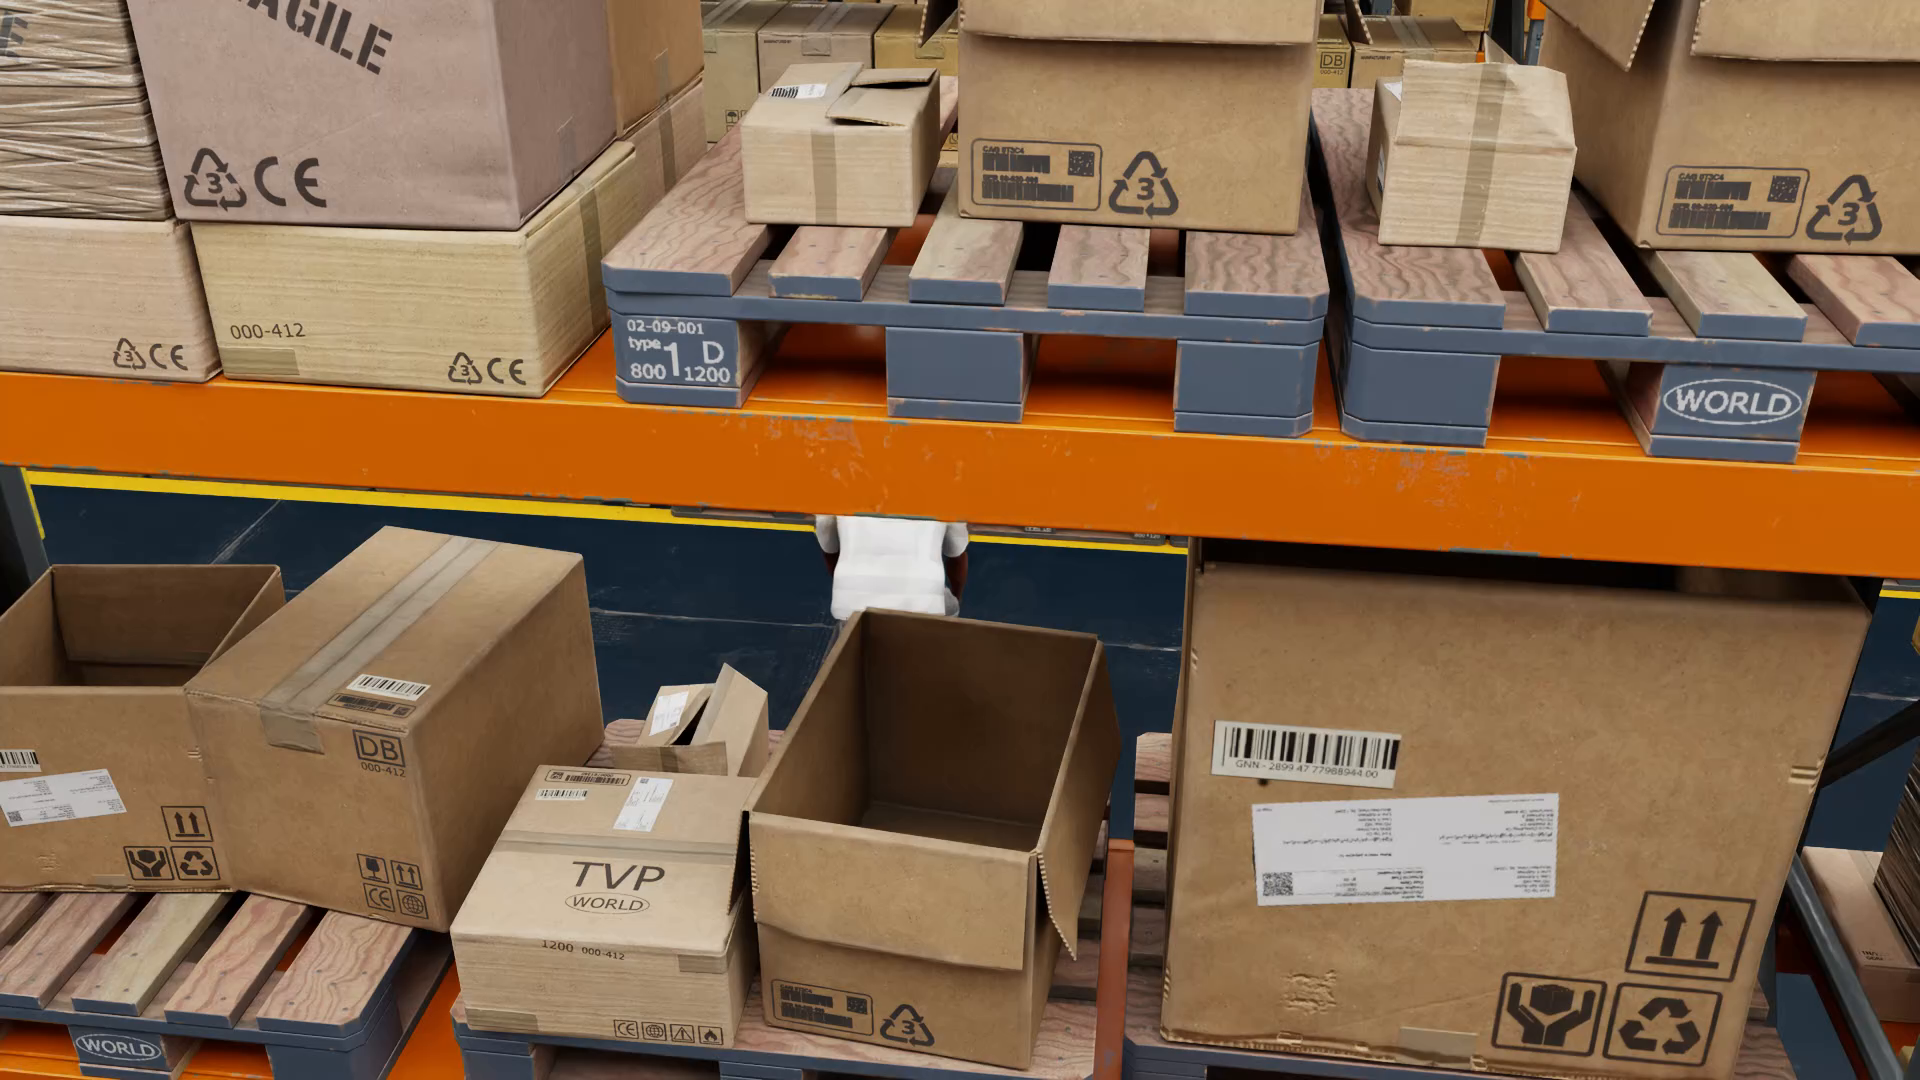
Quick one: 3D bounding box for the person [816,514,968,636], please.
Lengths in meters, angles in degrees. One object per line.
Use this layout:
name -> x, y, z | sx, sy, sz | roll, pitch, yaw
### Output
person -> -0.288, 0.157, 6.527 | 0.602, 1.087, 0.875 | 3, 28, 6
